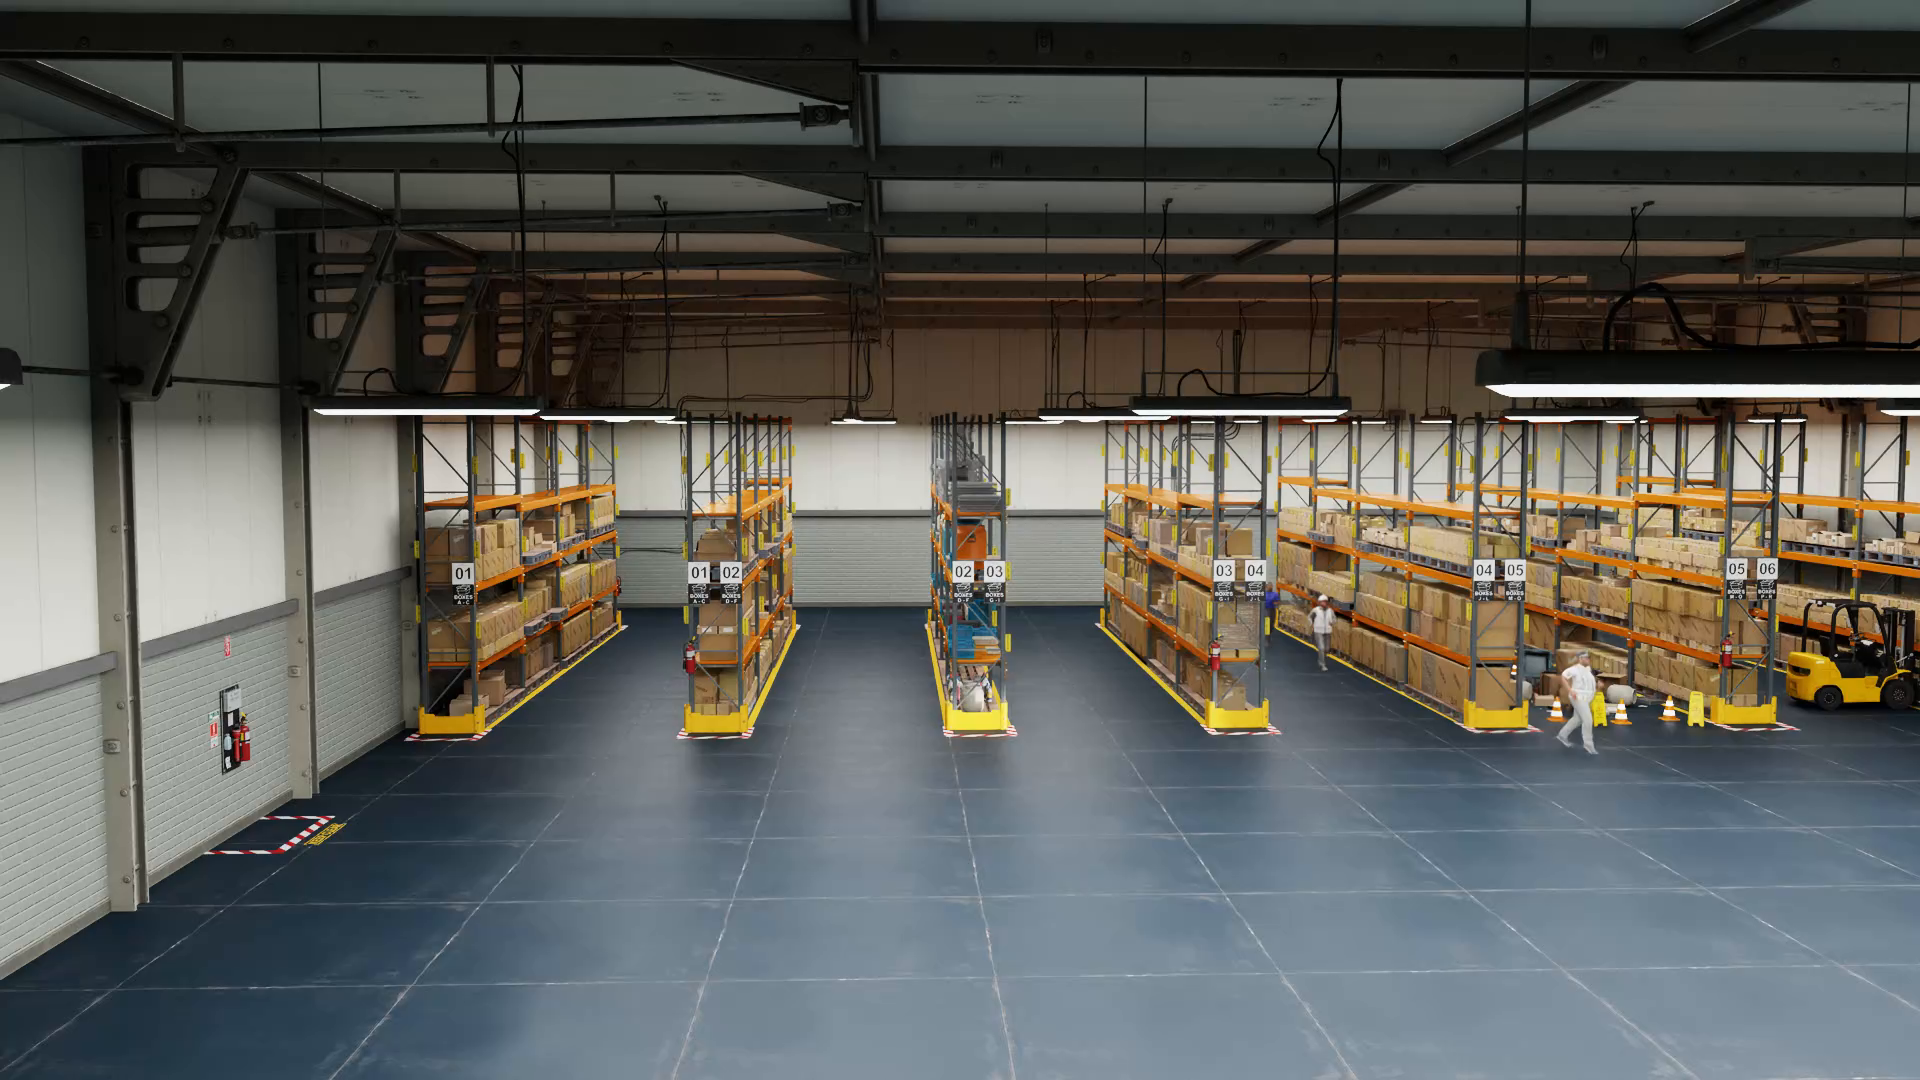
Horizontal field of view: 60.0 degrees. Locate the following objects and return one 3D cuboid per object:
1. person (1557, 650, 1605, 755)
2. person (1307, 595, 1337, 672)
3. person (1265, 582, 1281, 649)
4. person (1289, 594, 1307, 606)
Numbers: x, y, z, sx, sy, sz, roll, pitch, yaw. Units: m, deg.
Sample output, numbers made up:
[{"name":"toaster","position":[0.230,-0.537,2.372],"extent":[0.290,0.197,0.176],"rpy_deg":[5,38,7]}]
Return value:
[{"name":"person","position":[10.956,2.847,29.339],"extent":[0.801,1.841,0.647],"rpy_deg":[4,5,42]},{"name":"person","position":[8.529,2.167,39.071],"extent":[0.671,1.761,0.844],"rpy_deg":[0,4,-7]},{"name":"person","position":[8.058,1.939,43.349],"extent":[0.556,1.704,0.807],"rpy_deg":[0,4,-6]},{"name":"person","position":[10.053,1.566,49.092],"extent":[0.693,1.676,0.638],"rpy_deg":[3,5,36]}]
